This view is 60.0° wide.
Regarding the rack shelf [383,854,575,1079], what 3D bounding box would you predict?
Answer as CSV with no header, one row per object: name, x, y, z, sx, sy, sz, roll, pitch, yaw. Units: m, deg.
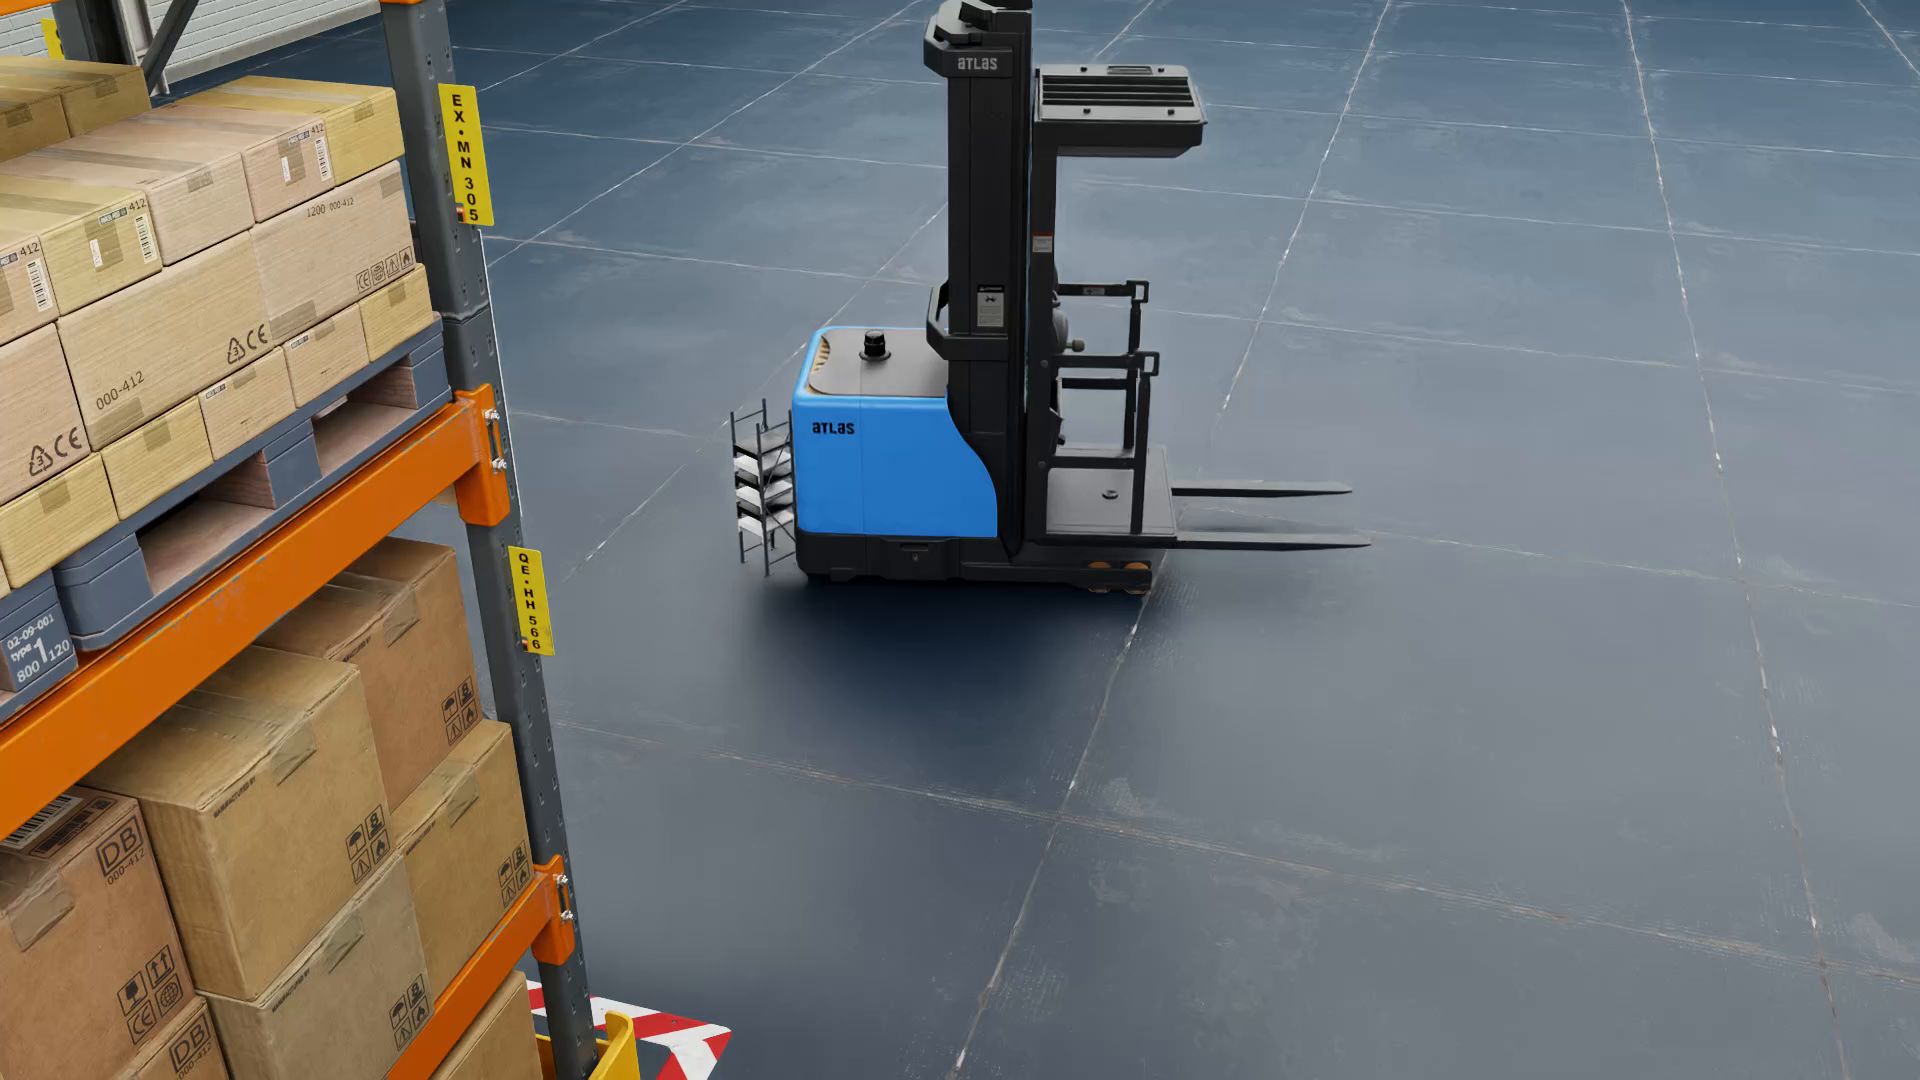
rack shelf,-2.246,1.934,3.427,1.077,0.370,4.000,8,30,15

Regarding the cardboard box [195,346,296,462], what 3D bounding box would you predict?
cardboard box,-1.582,-0.298,3.339,0.380,0.149,0.250,9,30,16

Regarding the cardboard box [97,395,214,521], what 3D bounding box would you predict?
cardboard box,-1.657,-0.181,3.128,0.380,0.149,0.250,9,30,15

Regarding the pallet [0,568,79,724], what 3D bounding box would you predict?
pallet,-2.223,0.334,2.571,1.003,0.211,1.213,8,30,15

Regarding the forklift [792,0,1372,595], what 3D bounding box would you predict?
forklift,0.670,-1.260,8.500,3.031,2.935,1.130,1,29,2

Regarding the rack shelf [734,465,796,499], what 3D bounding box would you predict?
rack shelf,-1.031,-0.325,8.791,0.200,0.077,0.258,24,37,36

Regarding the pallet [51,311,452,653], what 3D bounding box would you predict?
pallet,-1.867,-0.235,3.593,1.003,0.211,1.213,8,30,15

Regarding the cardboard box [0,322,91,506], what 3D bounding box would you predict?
cardboard box,-1.832,-0.179,2.714,0.500,0.250,0.500,8,30,15

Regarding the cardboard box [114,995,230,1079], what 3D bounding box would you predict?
cardboard box,-2.150,1.305,3.664,0.875,0.550,0.550,8,30,15

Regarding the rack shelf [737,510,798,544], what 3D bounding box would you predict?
rack shelf,-1.031,-0.089,8.923,0.200,0.077,0.258,24,37,36

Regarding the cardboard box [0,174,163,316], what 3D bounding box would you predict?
cardboard box,-1.658,-0.526,2.927,0.380,0.149,0.250,9,30,16

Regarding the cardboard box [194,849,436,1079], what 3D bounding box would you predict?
cardboard box,-1.865,1.063,4.100,0.875,0.550,0.550,8,30,15

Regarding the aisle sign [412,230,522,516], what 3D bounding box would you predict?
aisle sign,-1.352,-0.436,4.273,0.394,0.787,0.004,8,30,15

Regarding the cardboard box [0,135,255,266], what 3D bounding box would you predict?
cardboard box,-1.584,-0.646,3.144,0.380,0.149,0.250,9,30,16

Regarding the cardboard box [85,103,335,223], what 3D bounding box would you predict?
cardboard box,-1.508,-0.765,3.358,0.380,0.149,0.250,9,30,15

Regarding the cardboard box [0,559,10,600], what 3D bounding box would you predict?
cardboard box,-1.806,0.056,2.703,0.380,0.149,0.250,9,30,15

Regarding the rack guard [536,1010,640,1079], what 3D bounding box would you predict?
rack guard,-1.652,1.772,5.551,1.175,0.500,0.348,8,30,15

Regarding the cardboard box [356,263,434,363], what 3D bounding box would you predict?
cardboard box,-1.433,-0.535,3.764,0.380,0.149,0.250,8,30,15

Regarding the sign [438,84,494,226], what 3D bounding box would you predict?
sign,-1.145,-0.889,3.847,0.100,0.325,0.005,8,30,15

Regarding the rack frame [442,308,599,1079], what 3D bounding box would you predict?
rack frame,-1.659,0.691,4.923,1.000,3.000,0.127,8,30,15

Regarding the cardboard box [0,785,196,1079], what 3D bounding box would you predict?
cardboard box,-2.173,0.830,3.408,0.875,0.550,0.550,8,30,15

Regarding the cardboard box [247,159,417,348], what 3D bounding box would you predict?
cardboard box,-1.536,-0.645,3.551,0.500,0.250,0.500,9,30,16

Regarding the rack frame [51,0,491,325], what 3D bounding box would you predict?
rack frame,-1.659,-1.931,3.465,1.000,3.000,0.127,8,30,15

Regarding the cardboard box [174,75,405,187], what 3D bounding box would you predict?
cardboard box,-1.434,-0.881,3.566,0.380,0.149,0.250,9,30,15

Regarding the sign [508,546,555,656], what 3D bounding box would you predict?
sign,-1.145,0.165,4.433,0.100,0.325,0.005,8,30,15

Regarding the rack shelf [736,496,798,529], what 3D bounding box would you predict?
rack shelf,-1.031,-0.167,8.879,0.200,0.077,0.258,24,37,36

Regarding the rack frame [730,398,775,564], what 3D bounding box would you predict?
rack frame,-1.105,-0.309,8.879,0.006,0.900,0.240,24,37,36

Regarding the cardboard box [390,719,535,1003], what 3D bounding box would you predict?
cardboard box,-1.725,0.804,4.565,0.875,0.550,0.550,8,30,15

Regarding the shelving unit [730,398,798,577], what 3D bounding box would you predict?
shelving unit,-1.031,-0.275,8.819,0.210,0.900,0.258,24,37,36

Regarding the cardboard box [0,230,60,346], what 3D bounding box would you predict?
cardboard box,-1.733,-0.410,2.719,0.380,0.149,0.250,9,30,15

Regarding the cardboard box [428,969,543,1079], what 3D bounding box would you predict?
cardboard box,-1.795,1.760,4.754,0.875,0.875,0.875,9,30,15

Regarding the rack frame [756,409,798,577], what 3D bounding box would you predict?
rack frame,-0.956,-0.242,8.759,0.006,0.900,0.240,24,37,36

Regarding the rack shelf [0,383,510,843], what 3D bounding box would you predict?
rack shelf,-2.246,0.624,2.698,1.077,0.370,4.000,8,30,15

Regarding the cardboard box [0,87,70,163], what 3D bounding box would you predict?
cardboard box,-2.136,-0.860,3.528,0.380,0.149,0.250,9,30,15

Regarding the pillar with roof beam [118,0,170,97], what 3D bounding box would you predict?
pillar with roof beam,-4.595,-8.064,14.490,9.100,9.000,0.400,8,30,15

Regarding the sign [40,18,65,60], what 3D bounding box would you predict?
sign,-2.188,-1.119,4.110,0.100,0.325,0.005,8,30,15

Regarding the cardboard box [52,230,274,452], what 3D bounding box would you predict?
cardboard box,-1.683,-0.412,3.133,0.500,0.250,0.500,9,30,15

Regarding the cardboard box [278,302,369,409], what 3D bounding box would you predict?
cardboard box,-1.508,-0.418,3.554,0.380,0.149,0.250,9,30,15

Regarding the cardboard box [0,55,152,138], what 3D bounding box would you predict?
cardboard box,-2.061,-0.976,3.738,0.380,0.149,0.250,9,30,15

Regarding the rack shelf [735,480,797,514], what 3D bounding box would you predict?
rack shelf,-1.031,-0.246,8.835,0.200,0.077,0.258,24,37,36

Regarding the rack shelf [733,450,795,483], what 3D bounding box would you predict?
rack shelf,-1.031,-0.403,8.748,0.200,0.077,0.258,24,37,36

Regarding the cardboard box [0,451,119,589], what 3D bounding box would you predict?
cardboard box,-1.732,-0.062,2.913,0.380,0.149,0.250,8,30,14

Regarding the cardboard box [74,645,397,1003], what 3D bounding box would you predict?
cardboard box,-1.878,0.589,3.841,0.875,0.550,0.550,8,30,15

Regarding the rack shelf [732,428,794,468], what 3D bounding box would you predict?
rack shelf,-1.031,-0.482,8.704,0.200,0.077,0.258,24,37,36

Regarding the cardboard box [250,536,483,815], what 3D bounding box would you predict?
cardboard box,-1.805,0.320,4.324,0.875,0.550,0.550,8,30,15
